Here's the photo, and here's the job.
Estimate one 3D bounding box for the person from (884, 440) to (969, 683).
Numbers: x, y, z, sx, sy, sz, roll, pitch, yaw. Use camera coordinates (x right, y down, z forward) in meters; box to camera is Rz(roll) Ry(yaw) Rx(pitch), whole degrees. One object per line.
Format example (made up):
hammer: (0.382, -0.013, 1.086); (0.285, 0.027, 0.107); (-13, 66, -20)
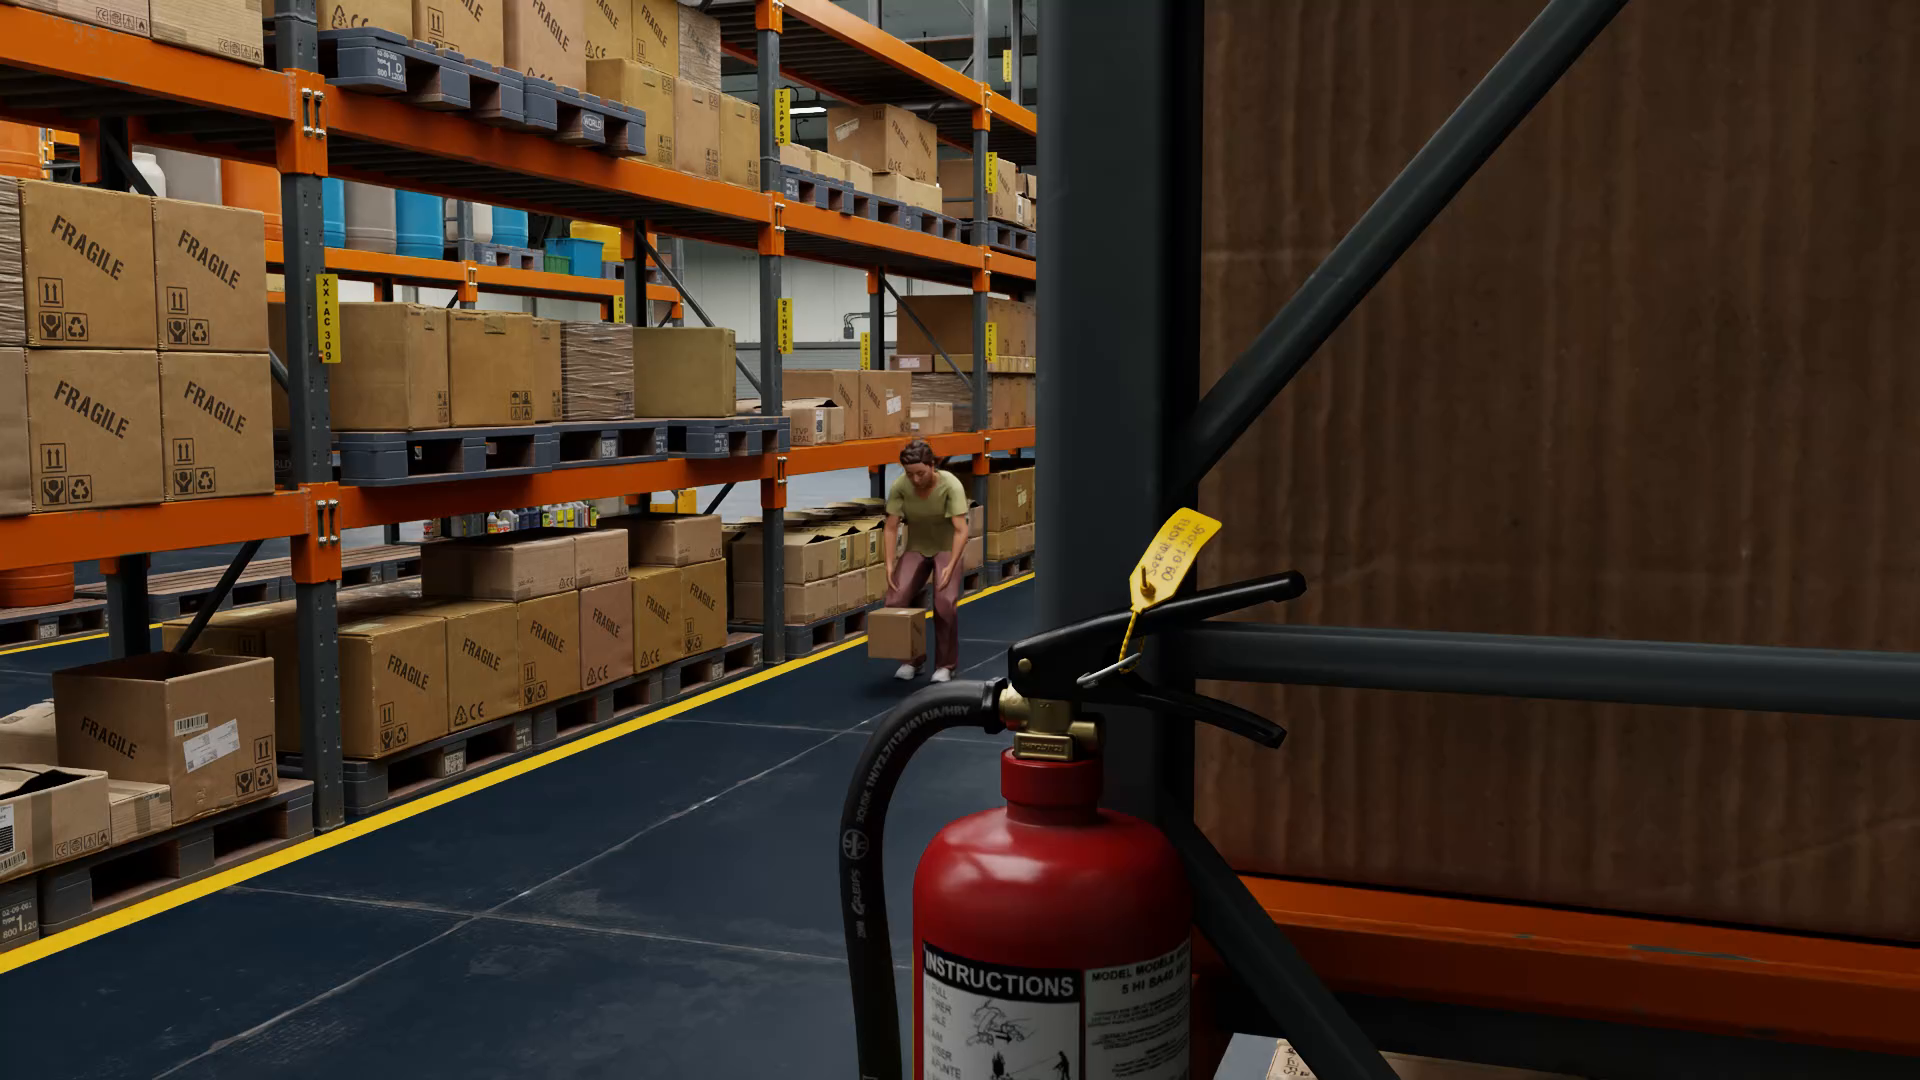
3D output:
person: (-0.173, 0.116, 9.533); (0.510, 1.391, 0.634); (2, 6, 20)
